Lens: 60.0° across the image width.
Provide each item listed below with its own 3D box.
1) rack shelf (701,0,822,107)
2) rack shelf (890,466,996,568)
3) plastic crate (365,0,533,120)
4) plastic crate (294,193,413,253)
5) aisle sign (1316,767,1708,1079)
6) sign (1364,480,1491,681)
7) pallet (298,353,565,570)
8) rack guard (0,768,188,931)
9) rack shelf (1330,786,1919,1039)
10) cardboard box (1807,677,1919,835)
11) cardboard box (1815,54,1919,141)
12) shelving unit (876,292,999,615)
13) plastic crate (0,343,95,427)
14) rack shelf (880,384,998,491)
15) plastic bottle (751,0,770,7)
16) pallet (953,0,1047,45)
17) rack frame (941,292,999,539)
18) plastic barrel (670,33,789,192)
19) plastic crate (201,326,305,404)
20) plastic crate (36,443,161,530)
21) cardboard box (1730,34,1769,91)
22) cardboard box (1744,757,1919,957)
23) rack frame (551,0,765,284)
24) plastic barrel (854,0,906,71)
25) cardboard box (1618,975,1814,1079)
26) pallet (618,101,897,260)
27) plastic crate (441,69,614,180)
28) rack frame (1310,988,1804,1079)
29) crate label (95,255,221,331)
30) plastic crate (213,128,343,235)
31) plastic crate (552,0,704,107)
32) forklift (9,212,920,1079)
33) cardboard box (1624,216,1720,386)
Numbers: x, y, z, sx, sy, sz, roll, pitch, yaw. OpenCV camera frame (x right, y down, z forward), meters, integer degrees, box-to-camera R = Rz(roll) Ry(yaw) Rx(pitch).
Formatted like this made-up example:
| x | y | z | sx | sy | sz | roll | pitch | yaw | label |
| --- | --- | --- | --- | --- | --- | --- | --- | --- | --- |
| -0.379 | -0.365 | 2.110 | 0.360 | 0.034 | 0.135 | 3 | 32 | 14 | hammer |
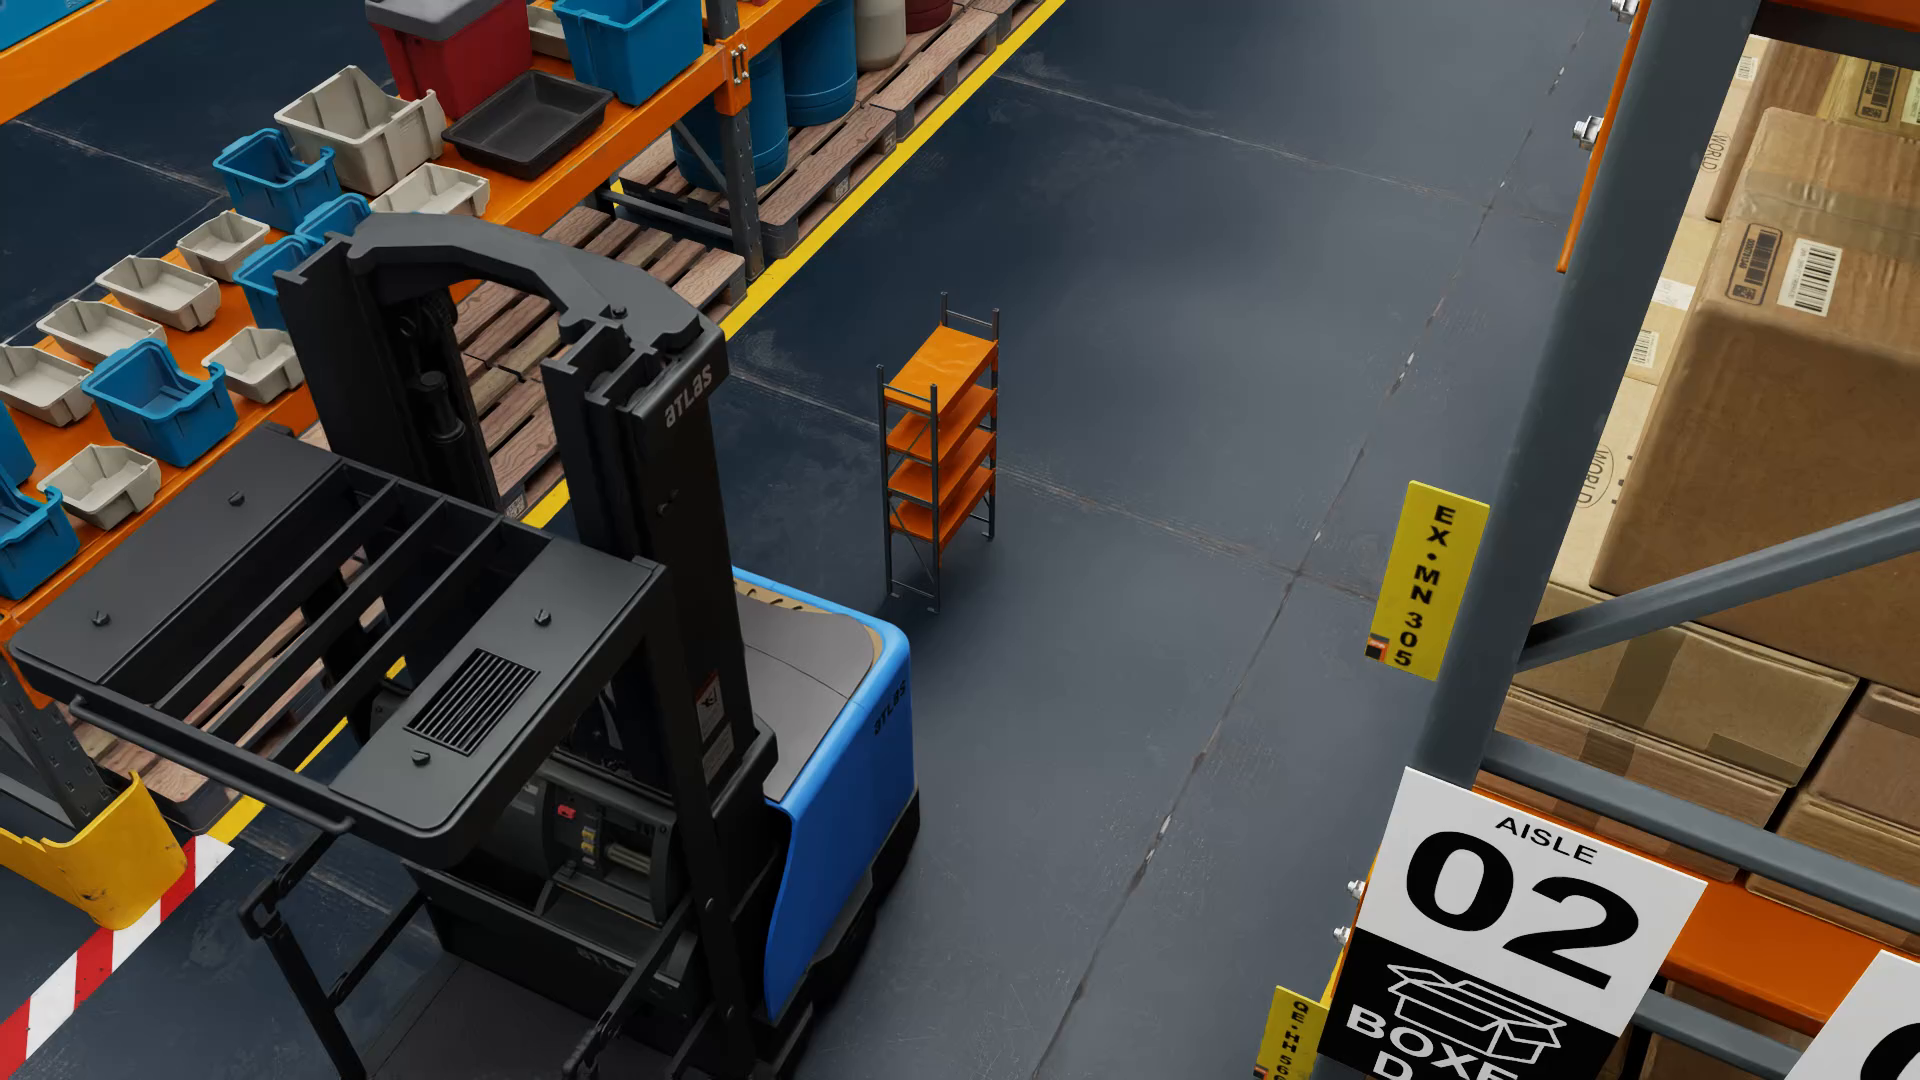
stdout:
| x | y | z | sx | sy | sz | roll | pitch | yaw | label |
| --- | --- | --- | --- | --- | --- | --- | --- | --- | --- |
| -0.524 | -3.545 | 8.930 | 1.077 | 0.370 | 4.000 | 20 | 49 | 19 | rack shelf |
| -0.077 | -0.131 | 6.689 | 0.258 | 0.148 | 0.480 | 20 | 49 | 19 | rack shelf |
| -2.089 | -2.102 | 6.911 | 0.402 | 0.464 | 0.583 | 20 | 49 | 19 | plastic crate |
| -2.152 | -1.046 | 6.030 | 0.416 | 0.233 | 0.300 | 20 | 49 | 19 | plastic crate |
| 0.774 | 0.648 | 2.453 | 0.394 | 0.787 | 0.004 | 20 | 49 | 19 | aisle sign |
| 0.595 | 0.058 | 2.132 | 0.100 | 0.325 | 0.005 | 20 | 49 | 19 | sign |
| -2.324 | -0.310 | 7.188 | 1.003 | 0.211 | 1.213 | 20 | 49 | 19 | pallet |
| -3.308 | 0.880 | 5.809 | 1.175 | 0.500 | 0.348 | 20 | 49 | 19 | rack guard |
| 2.005 | -0.442 | 3.754 | 1.077 | 0.370 | 4.000 | 20 | 49 | 19 | rack shelf |
| 1.546 | 0.205 | 2.364 | 0.500 | 0.250 | 0.500 | 20 | 49 | 19 | cardboard box |
| 1.608 | -0.437 | 2.471 | 0.700 | 0.500 | 0.500 | 20 | 49 | 19 | cardboard box |
| -0.077 | -0.317 | 6.500 | 0.258 | 1.200 | 0.503 | 20 | 49 | 19 | shelving unit |
| -3.091 | -0.520 | 5.578 | 0.396 | 0.136 | 0.243 | 20 | 49 | 19 | plastic crate |
| -0.077 | -0.427 | 6.389 | 0.258 | 0.148 | 0.480 | 20 | 49 | 19 | rack shelf |
| -0.904 | -2.587 | 7.560 | 0.061 | 0.283 | 0.133 | 20 | 49 | 19 | plastic bottle |
| 0.076 | -3.567 | 10.407 | 1.003 | 0.211 | 1.213 | 20 | 49 | 19 | pallet |
| 0.036 | -0.471 | 6.652 | 0.240 | 1.200 | 0.015 | 20 | 49 | 19 | rack frame |
| -1.184 | -2.285 | 8.359 | 0.600 | 0.901 | 0.708 | 20 | 49 | 19 | plastic barrel |
| -2.365 | -0.595 | 5.653 | 0.250 | 0.136 | 0.298 | 20 | 49 | 19 | plastic crate |
| -2.680 | -0.168 | 5.230 | 0.250 | 0.136 | 0.298 | 20 | 49 | 19 | plastic crate |
| 1.783 | -0.911 | 3.467 | 0.500 | 0.250 | 0.500 | 20 | 49 | 19 | cardboard box |
| 1.540 | 0.378 | 2.543 | 0.500 | 0.250 | 0.500 | 20 | 49 | 19 | cardboard box |
| -1.452 | -2.538 | 7.429 | 1.000 | 3.000 | 0.127 | 20 | 49 | 19 | rack frame |
| -0.514 | -2.920 | 9.261 | 0.421 | 0.512 | 0.421 | 0 | 45 | 0 | plastic barrel |
| 1.516 | 1.041 | 3.119 | 0.500 | 0.500 | 0.500 | 22 | 49 | 20 | cardboard box |
| -1.057 | -2.030 | 8.888 | 1.003 | 0.211 | 1.213 | 20 | 49 | 19 | pallet |
| -1.734 | -1.668 | 6.721 | 0.437 | 0.125 | 0.590 | 20 | 49 | 19 | plastic crate |
| 1.077 | 1.620 | 3.320 | 1.000 | 3.000 | 0.127 | 20 | 49 | 19 | rack frame |
| -2.836 | -0.881 | 5.935 | 0.396 | 0.136 | 0.243 | 20 | 49 | 19 | crate label |
| -2.583 | -1.359 | 6.339 | 0.416 | 0.233 | 0.300 | 20 | 49 | 19 | plastic crate |
| -1.367 | -2.147 | 7.012 | 0.392 | 0.384 | 0.575 | 20 | 49 | 19 | plastic crate |
| -1.233 | 0.807 | 4.172 | 1.130 | 2.935 | 3.031 | 19 | 48 | 18 | forklift |
| 1.321 | -0.281 | 2.843 | 0.500 | 0.250 | 0.500 | 20 | 49 | 19 | cardboard box |
